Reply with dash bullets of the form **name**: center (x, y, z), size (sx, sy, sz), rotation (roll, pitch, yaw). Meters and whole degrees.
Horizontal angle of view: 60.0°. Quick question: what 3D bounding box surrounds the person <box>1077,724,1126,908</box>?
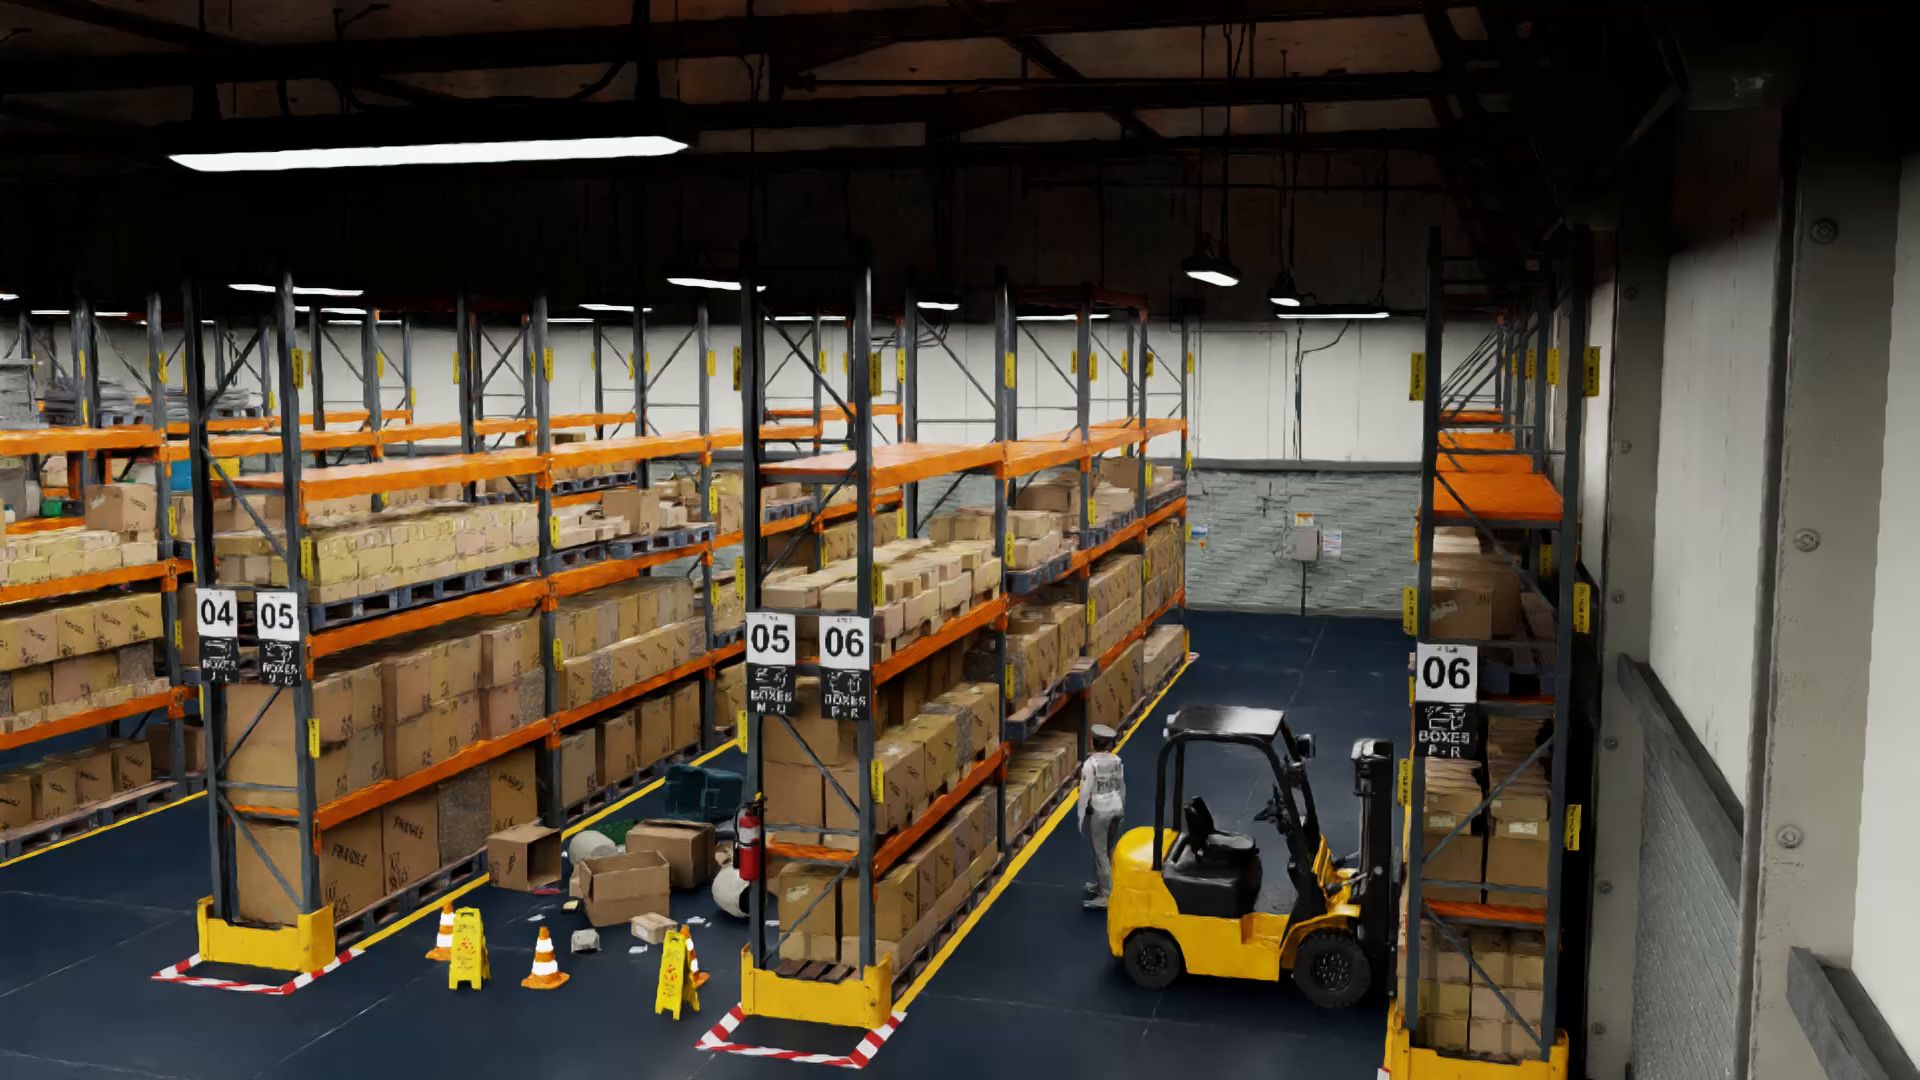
- **person**: center (1.320, 2.575, 15.672), size (0.573, 1.667, 0.544), rotation (-6, 8, -41)
